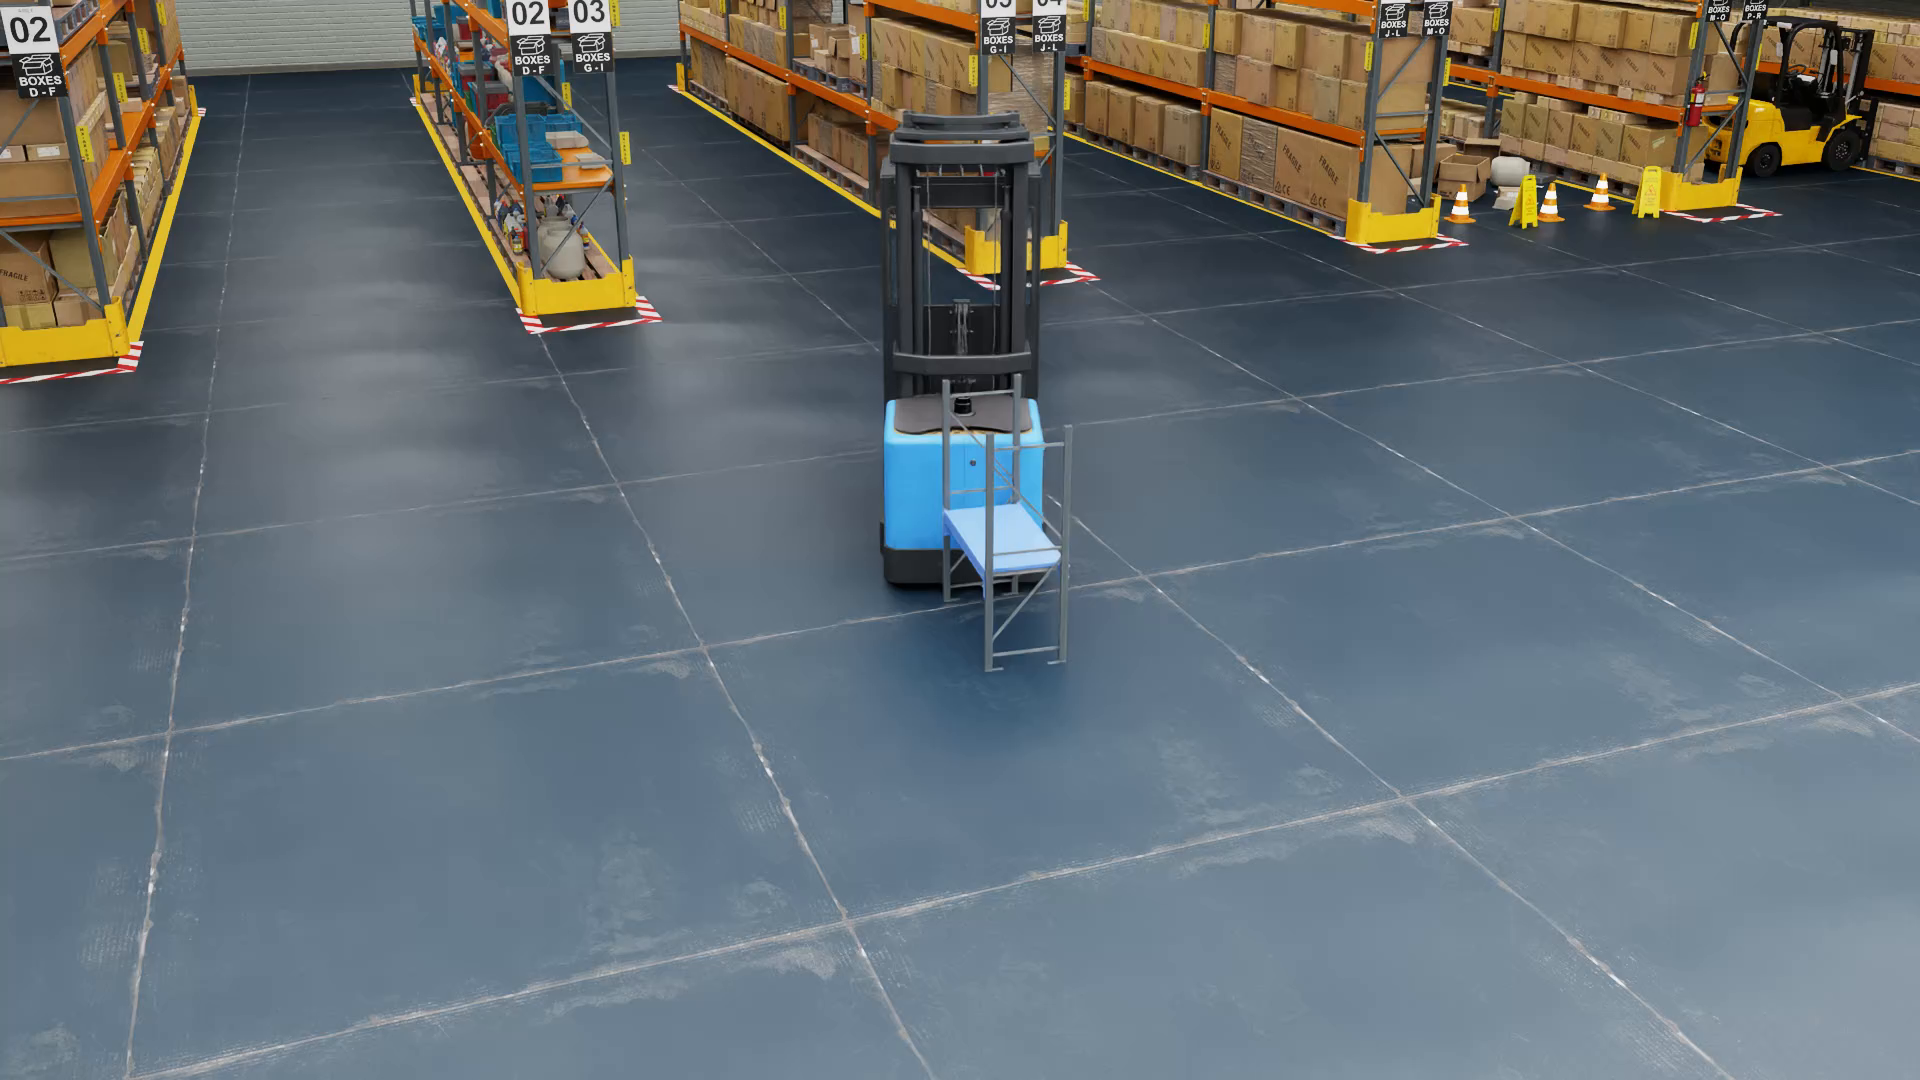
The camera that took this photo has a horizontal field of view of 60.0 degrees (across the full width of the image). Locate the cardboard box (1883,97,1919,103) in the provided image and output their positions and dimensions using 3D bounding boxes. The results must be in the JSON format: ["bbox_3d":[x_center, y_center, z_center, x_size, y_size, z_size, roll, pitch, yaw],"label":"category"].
[{"bbox_3d":[14.247,-6.498,25.016,0.500,0.250,0.500,-9,24,-19],"label":"cardboard box"}]

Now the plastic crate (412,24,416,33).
[{"bbox_3d":[-9.798,-9.281,30.170,0.250,0.136,0.298,-8,24,-19],"label":"plastic crate"}]

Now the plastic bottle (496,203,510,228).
[{"bbox_3d":[-5.531,-3.935,20.165,0.152,0.276,0.135,-7,24,-17],"label":"plastic bottle"}]

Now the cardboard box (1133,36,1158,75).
[{"bbox_3d":[2.963,-7.351,25.200,0.500,0.500,0.500,-9,24,-20],"label":"cardboard box"}]

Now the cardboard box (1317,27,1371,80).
[{"bbox_3d":[4.973,-6.041,20.638,0.875,0.550,0.550,-8,24,-19],"label":"cardboard box"}]

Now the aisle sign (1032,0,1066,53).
[{"bbox_3d":[0.976,-5.720,18.112,0.394,0.787,0.004,-8,24,-19],"label":"aisle sign"}]

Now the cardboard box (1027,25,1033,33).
[{"bbox_3d":[1.371,-8.813,28.581,0.380,0.149,0.250,-10,25,-21],"label":"cardboard box"}]

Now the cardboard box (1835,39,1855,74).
[{"bbox_3d":[13.623,-7.291,25.059,0.500,0.500,0.500,-8,24,-19],"label":"cardboard box"}]

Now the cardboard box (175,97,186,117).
[{"bbox_3d":[-13.518,-7.382,28.376,0.500,0.250,0.500,-8,24,-19],"label":"cardboard box"}]

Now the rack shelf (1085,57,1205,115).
[{"bbox_3d":[3.229,-6.996,25.412,1.077,0.370,4.000,-8,24,-19],"label":"rack shelf"}]

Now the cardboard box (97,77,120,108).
[{"bbox_3d":[-10.814,-5.491,20.787,0.500,0.500,0.500,-10,25,-22],"label":"cardboard box"}]

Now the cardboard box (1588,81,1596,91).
[{"bbox_3d":[9.090,-6.412,23.424,0.380,0.149,0.250,-8,24,-19],"label":"cardboard box"}]

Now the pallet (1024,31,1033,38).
[{"bbox_3d":[1.785,-8.679,28.727,1.003,0.211,1.213,-8,24,-19],"label":"pallet"}]

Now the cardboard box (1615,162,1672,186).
[{"bbox_3d":[9.398,-5.055,22.881,0.500,0.250,0.500,-8,24,-19],"label":"cardboard box"}]

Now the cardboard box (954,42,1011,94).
[{"bbox_3d":[0.248,-5.313,18.695,0.500,0.500,0.500,-8,24,-19],"label":"cardboard box"}]

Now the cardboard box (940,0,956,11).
[{"bbox_3d":[0.086,-6.138,18.782,0.500,0.250,0.500,-8,24,-19],"label":"cardboard box"}]

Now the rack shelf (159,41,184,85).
[{"bbox_3d":[-13.542,-7.901,27.560,1.077,0.370,4.000,-8,24,-19],"label":"rack shelf"}]

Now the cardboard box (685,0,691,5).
[{"bbox_3d":[-4.886,-10.337,31.259,0.500,0.500,0.500,-9,24,-20],"label":"cardboard box"}]

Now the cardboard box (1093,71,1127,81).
[{"bbox_3d":[2.506,-7.725,27.928,0.500,0.250,0.500,-9,25,-21],"label":"cardboard box"}]

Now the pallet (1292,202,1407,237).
[{"bbox_3d":[4.993,-4.142,21.306,1.003,0.211,1.213,-8,24,-19],"label":"pallet"}]

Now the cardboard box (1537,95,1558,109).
[{"bbox_3d":[8.658,-6.396,24.262,0.380,0.149,0.250,-7,24,-17],"label":"cardboard box"}]

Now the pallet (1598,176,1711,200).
[{"bbox_3d":[9.663,-4.906,23.118,1.003,0.211,1.213,-8,24,-19],"label":"pallet"}]

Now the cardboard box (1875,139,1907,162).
[{"bbox_3d":[13.958,-5.781,24.604,0.500,0.250,0.500,-8,24,-19],"label":"cardboard box"}]

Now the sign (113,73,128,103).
[{"bbox_3d":[-9.490,-5.111,18.798,0.100,0.325,0.005,-8,24,-19],"label":"sign"}]

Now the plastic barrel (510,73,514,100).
[{"bbox_3d":[-5.506,-5.718,21.278,0.433,0.535,0.433,0,23,0],"label":"plastic barrel"}]

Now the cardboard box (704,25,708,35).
[{"bbox_3d":[-4.435,-9.281,30.230,0.380,0.149,0.250,-9,24,-20],"label":"cardboard box"}]

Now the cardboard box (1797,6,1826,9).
[{"bbox_3d":[13.569,-8.406,26.486,0.380,0.149,0.250,-8,24,-19],"label":"cardboard box"}]

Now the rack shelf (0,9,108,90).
[{"bbox_3d":[-9.302,-4.923,16.632,1.077,0.370,4.000,-8,24,-19],"label":"rack shelf"}]

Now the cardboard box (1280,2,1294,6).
[{"bbox_3d":[6.160,-9.980,30.151,0.500,0.500,0.500,-9,24,-20],"label":"cardboard box"}]

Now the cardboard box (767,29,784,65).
[{"bbox_3d":[-2.730,-7.784,26.226,0.500,0.500,0.500,-9,24,-19],"label":"cardboard box"}]

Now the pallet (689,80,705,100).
[{"bbox_3d":[-4.624,-8.752,32.244,1.003,0.211,1.213,-8,24,-19],"label":"pallet"}]

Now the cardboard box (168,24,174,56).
[{"bbox_3d":[-13.119,-8.142,27.077,0.500,0.500,0.500,-8,24,-19],"label":"cardboard box"}]

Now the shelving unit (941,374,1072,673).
[{"bbox_3d":[0.262,-0.122,10.109,0.538,1.500,1.048,-6,24,-13],"label":"shelving unit"}]

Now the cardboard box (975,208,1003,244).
[{"bbox_3d":[0.468,-3.774,19.520,0.500,0.500,0.500,-4,23,-9],"label":"cardboard box"}]

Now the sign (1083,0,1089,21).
[{"bbox_3d":[2.018,-8.473,26.603,0.100,0.325,0.005,-8,24,-19],"label":"sign"}]

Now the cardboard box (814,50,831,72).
[{"bbox_3d":[-1.776,-6.894,23.897,0.500,0.250,0.500,-9,24,-20],"label":"cardboard box"}]

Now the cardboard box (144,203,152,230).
[{"bbox_3d":[-10.099,-3.892,20.121,0.500,0.250,0.500,-8,24,-18],"label":"cardboard box"}]

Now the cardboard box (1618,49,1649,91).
[{"bbox_3d":[9.322,-6.388,22.533,0.500,0.500,0.500,-8,24,-19],"label":"cardboard box"}]

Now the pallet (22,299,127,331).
[{"bbox_3d":[-8.905,-2.133,16.538,1.003,0.211,1.213,-8,24,-19],"label":"pallet"}]

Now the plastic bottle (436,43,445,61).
[{"bbox_3d":[-8.263,-7.773,26.491,0.152,0.276,0.135,-8,24,-19],"label":"plastic bottle"}]

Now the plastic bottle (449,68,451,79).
[{"bbox_3d":[-7.468,-6.891,24.494,0.097,0.201,0.097,0,23,0],"label":"plastic bottle"}]

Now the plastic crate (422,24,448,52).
[{"bbox_3d":[-8.684,-8.327,27.588,0.392,0.384,0.575,-8,24,-19],"label":"plastic crate"}]

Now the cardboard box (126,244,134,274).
[{"bbox_3d":[-9.283,-3.024,18.063,0.500,0.250,0.500,-8,24,-19],"label":"cardboard box"}]

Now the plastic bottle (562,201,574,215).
[{"bbox_3d":[-4.695,-3.878,19.932,0.144,0.351,0.185,-8,24,-19],"label":"plastic bottle"}]

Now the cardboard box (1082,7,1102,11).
[{"bbox_3d":[2.268,-8.884,27.982,0.380,0.149,0.250,-9,25,-21],"label":"cardboard box"}]

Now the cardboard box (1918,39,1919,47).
[{"bbox_3d":[14.049,-7.170,23.934,0.380,0.149,0.250,-8,24,-18],"label":"cardboard box"}]

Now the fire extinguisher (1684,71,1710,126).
[{"bbox_3d":[9.553,-5.723,21.565,0.296,0.674,0.183,-8,24,-19],"label":"fire extinguisher"}]

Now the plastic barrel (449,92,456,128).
[{"bbox_3d":[-8.024,-7.211,27.157,0.600,0.901,0.708,-8,24,-19],"label":"plastic barrel"}]

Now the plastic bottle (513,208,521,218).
[{"bbox_3d":[-5.313,-3.836,19.936,0.097,0.271,0.097,0,23,0],"label":"plastic bottle"}]

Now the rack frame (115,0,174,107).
[{"bbox_3d":[-12.835,-7.506,25.696,1.000,3.000,0.127,-8,24,-19],"label":"rack frame"}]

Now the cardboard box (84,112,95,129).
[{"bbox_3d":[-9.169,-4.317,17.166,0.380,0.149,0.250,-8,24,-17],"label":"cardboard box"}]

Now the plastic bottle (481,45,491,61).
[{"bbox_3d":[-7.275,-7.402,25.514,0.144,0.351,0.185,-8,24,-19],"label":"plastic bottle"}]

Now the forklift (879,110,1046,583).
[{"bbox_3d":[0.004,-1.592,11.753,1.130,2.935,3.031,0,23,-1],"label":"forklift"}]

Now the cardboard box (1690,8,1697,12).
[{"bbox_3d":[12.449,-8.806,27.817,0.380,0.149,0.250,-9,24,-20],"label":"cardboard box"}]

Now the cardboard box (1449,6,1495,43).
[{"bbox_3d":[7.977,-8.010,25.839,0.500,0.500,0.500,-8,24,-19],"label":"cardboard box"}]

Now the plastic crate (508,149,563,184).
[{"bbox_3d":[-4.417,-3.896,17.323,0.499,0.251,0.616,-8,24,-19],"label":"plastic crate"}]

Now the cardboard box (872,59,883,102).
[{"bbox_3d":[-0.639,-5.968,21.536,0.875,0.500,0.500,-8,24,-19],"label":"cardboard box"}]

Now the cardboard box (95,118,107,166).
[{"bbox_3d":[-9.654,-4.294,17.947,0.700,0.500,0.500,-9,24,-20],"label":"cardboard box"}]
